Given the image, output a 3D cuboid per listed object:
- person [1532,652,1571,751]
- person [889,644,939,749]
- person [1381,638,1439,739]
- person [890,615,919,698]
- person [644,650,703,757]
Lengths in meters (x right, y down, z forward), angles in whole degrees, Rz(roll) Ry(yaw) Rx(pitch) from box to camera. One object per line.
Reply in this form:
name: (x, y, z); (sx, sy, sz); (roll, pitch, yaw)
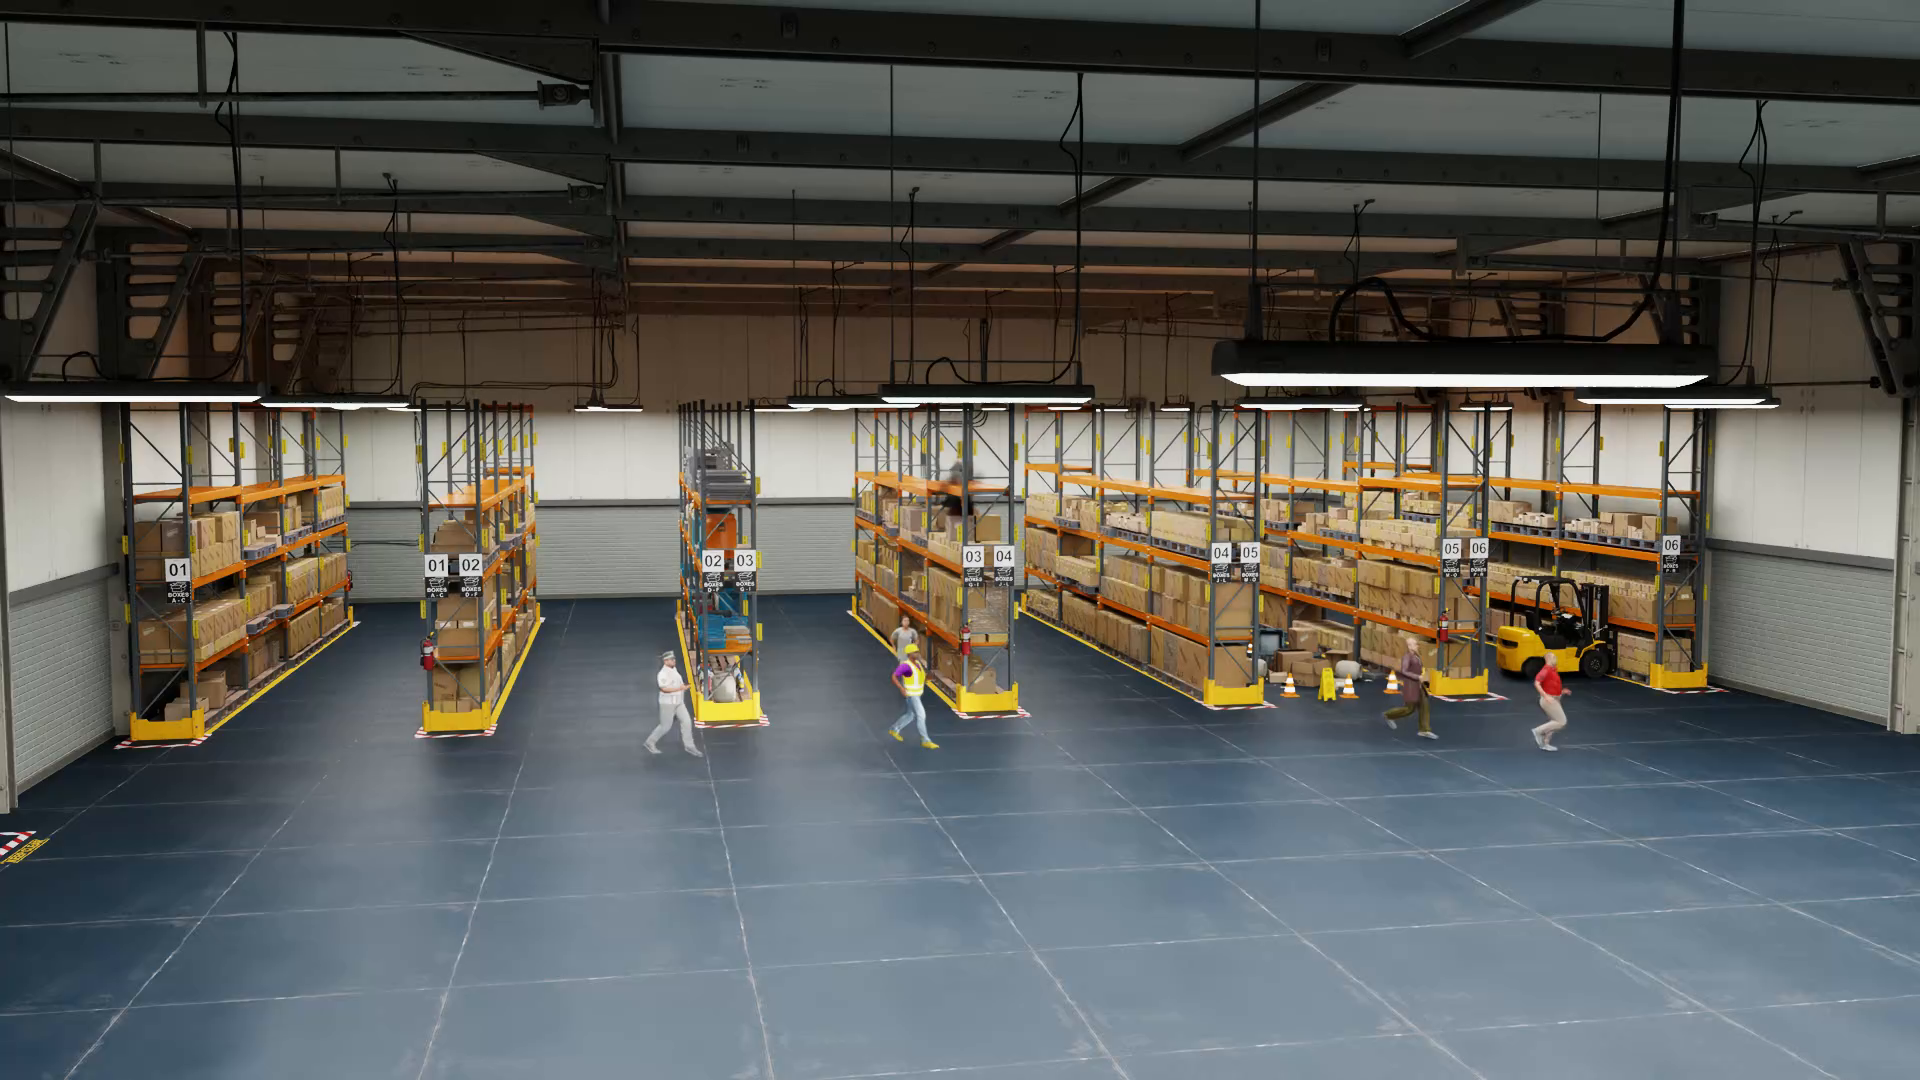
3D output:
person: (10.076, 2.749, 28.276); (0.591, 1.682, 0.658); (2, 5, 28)
person: (-0.788, 2.659, 28.510); (0.960, 1.757, 0.697); (1, 5, 19)
person: (8.018, 2.623, 29.538); (1.021, 1.773, 0.722); (3, 5, 35)
person: (-1.105, 2.340, 33.609); (0.580, 1.659, 0.845); (-1, 5, -17)
person: (-4.811, 2.733, 27.858); (0.977, 1.793, 0.669); (1, 5, 17)
